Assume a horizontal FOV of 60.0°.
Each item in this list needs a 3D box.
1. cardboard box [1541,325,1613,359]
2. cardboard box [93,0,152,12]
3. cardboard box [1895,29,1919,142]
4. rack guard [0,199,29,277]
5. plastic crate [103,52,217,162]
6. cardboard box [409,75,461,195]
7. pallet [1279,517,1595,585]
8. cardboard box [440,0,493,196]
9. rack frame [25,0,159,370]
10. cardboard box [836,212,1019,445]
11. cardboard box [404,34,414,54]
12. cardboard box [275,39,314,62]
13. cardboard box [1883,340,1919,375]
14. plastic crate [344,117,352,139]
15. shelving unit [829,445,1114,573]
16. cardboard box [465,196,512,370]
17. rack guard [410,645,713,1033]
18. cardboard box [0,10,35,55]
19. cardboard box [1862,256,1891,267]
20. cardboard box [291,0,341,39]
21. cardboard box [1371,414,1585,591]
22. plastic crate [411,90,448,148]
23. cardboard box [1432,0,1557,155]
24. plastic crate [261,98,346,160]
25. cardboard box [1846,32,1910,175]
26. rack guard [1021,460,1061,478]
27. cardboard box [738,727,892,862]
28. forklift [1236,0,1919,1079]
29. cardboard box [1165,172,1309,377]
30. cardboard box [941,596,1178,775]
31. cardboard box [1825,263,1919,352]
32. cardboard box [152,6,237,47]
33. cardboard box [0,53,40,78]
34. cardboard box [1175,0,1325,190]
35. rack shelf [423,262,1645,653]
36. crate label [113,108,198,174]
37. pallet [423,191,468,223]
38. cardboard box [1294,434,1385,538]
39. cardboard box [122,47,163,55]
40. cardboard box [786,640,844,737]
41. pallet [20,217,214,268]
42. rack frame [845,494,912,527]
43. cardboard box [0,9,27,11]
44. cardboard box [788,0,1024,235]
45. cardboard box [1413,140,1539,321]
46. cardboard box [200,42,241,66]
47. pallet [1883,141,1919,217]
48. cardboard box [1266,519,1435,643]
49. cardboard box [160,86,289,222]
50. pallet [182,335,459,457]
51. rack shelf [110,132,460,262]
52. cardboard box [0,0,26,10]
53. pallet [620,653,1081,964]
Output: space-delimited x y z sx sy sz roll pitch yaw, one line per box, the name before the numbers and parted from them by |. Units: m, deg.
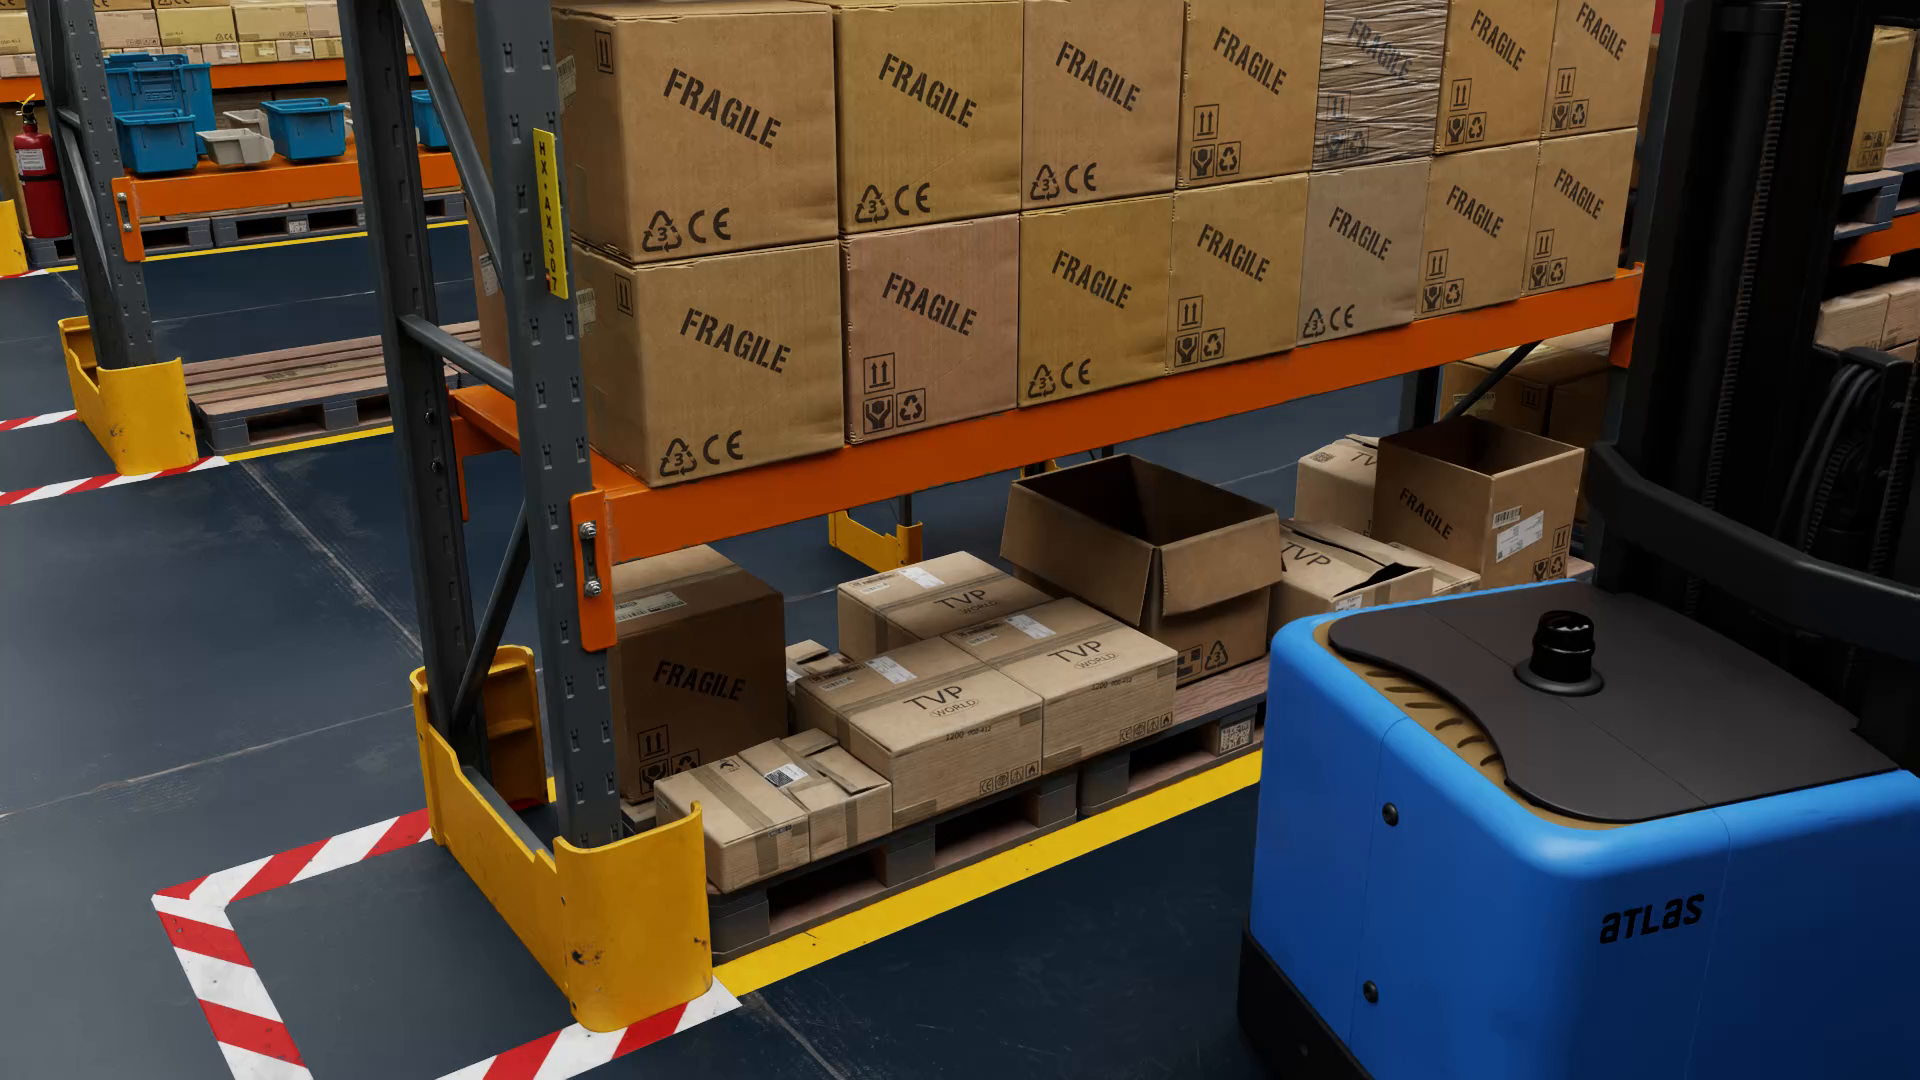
cardboard box | 2.756 -0.614 7.166 0.500 0.500 0.500 -15 26 -33
cardboard box | -5.960 -3.936 11.501 0.500 0.500 0.500 -16 27 -34
cardboard box | 4.064 -2.069 7.333 0.500 0.500 0.700 -10 24 -23
rack guard | -6.933 -2.222 11.790 0.348 0.500 1.175 -15 26 -33
plastic crate | -3.858 -2.071 7.910 0.499 0.435 0.616 -15 26 -33
cardboard box | -4.249 -3.343 13.528 0.875 0.875 0.875 -15 26 -33
pallet | 1.558 0.171 6.184 1.213 0.211 1.003 -15 26 -33
cardboard box | -0.930 -1.097 4.114 0.500 0.500 0.500 -15 26 -33
rack frame | -4.021 -1.898 7.606 0.127 3.000 1.000 -15 26 -33
cardboard box | -0.201 -0.583 4.176 0.500 0.500 0.500 -15 26 -33
cardboard box | -4.349 -3.806 12.725 0.250 0.149 0.380 -14 26 -32
cardboard box | -4.973 -3.640 12.309 0.250 0.149 0.380 -14 26 -32
cardboard box | 3.898 -0.682 7.336 0.500 0.500 0.500 -16 27 -35
plastic crate | -3.221 -2.093 8.368 0.243 0.136 0.396 -15 26 -33
shelving unit | 0.062 -0.713 6.660 1.083 1.500 0.587 -15 26 -33
cardboard box | -0.926 -0.632 4.299 0.500 0.500 0.500 -14 26 -31
rack guard | -1.069 0.738 4.374 0.348 0.500 1.175 -15 26 -33
cardboard box | -6.366 -3.479 11.369 0.500 0.250 0.500 -16 27 -34
cardboard box | 4.827 -1.169 8.559 0.500 0.500 0.500 -14 26 -31
cardboard box | -4.704 -3.925 12.485 0.500 0.250 0.500 -14 26 -32
cardboard box | 1.819 -0.107 5.898 0.500 0.500 0.500 -15 26 -33
plastic crate | -2.559 -2.088 8.225 0.300 0.233 0.416 -15 26 -33
cardboard box | 1.443 -1.485 5.085 0.500 0.500 0.500 -16 27 -34
plastic crate | -3.094 -1.945 7.868 0.300 0.233 0.416 -15 26 -33
cardboard box | 3.152 -1.717 6.452 0.500 0.500 0.700 -10 24 -25
rack guard | 0.466 -0.240 7.162 0.087 0.250 0.587 -15 26 -33
cardboard box | -0.387 0.663 4.416 0.250 0.166 0.380 -15 26 -33
forklift | 2.225 -0.199 3.441 3.031 2.935 1.130 -7 23 -17
cardboard box | 0.615 -0.799 4.716 0.500 0.500 0.500 -15 26 -32
cardboard box | 0.288 0.417 4.921 0.500 0.250 0.500 -15 26 -33
cardboard box | 3.870 -1.021 7.175 0.500 0.250 0.500 -16 26 -34
cardboard box | -5.538 -3.701 11.926 0.500 0.250 0.500 -16 27 -35
cardboard box | -6.432 -3.249 11.330 0.250 0.149 0.380 -15 26 -32
cardboard box | 0.624 -1.267 4.540 0.500 0.500 0.500 -15 26 -33
rack shelf | 0.493 -0.506 5.087 4.000 0.370 1.077 -15 26 -33
crate label | -3.628 -1.803 7.511 0.303 0.233 0.416 -15 26 -33
pallet | -4.329 -2.818 13.673 1.213 0.211 1.003 -15 26 -33
cardboard box | 1.649 -0.203 6.391 0.500 0.311 0.500 -15 26 -33
cardboard box | -5.806 -3.417 11.752 0.250 0.149 0.380 -15 26 -34
cardboard box | -0.452 0.452 4.945 0.250 0.166 0.380 -15 26 -33
pallet | -6.310 -2.290 12.349 1.213 0.211 1.003 -15 26 -33
rack frame | -0.343 -0.605 6.389 0.032 1.500 0.500 -15 26 -33
cardboard box | -6.675 -3.641 11.775 0.500 0.250 0.500 -15 26 -34
cardboard box | -0.197 -1.050 3.996 0.500 0.500 0.500 -15 26 -32
cardboard box | 1.443 -1.022 5.275 0.500 0.500 0.500 -14 26 -31
cardboard box | -5.390 -3.528 12.029 0.250 0.149 0.380 -15 26 -33
pallet | 3.787 -1.627 7.186 1.213 0.211 1.003 -15 26 -33
cardboard box | 1.211 0.143 5.526 0.500 0.311 0.500 -15 26 -33
cardboard box | -5.702 -2.956 12.557 0.875 0.875 0.875 -15 26 -33
pallet | -3.329 -0.770 8.540 1.213 0.211 1.003 -15 26 -33
rack shelf | -2.397 -1.997 8.824 4.000 0.370 1.077 -15 26 -33
cardboard box | -6.671 -3.989 11.636 0.500 0.500 0.500 -15 26 -32
pallet | -0.423 0.699 4.860 1.213 0.211 1.003 -15 26 -33
